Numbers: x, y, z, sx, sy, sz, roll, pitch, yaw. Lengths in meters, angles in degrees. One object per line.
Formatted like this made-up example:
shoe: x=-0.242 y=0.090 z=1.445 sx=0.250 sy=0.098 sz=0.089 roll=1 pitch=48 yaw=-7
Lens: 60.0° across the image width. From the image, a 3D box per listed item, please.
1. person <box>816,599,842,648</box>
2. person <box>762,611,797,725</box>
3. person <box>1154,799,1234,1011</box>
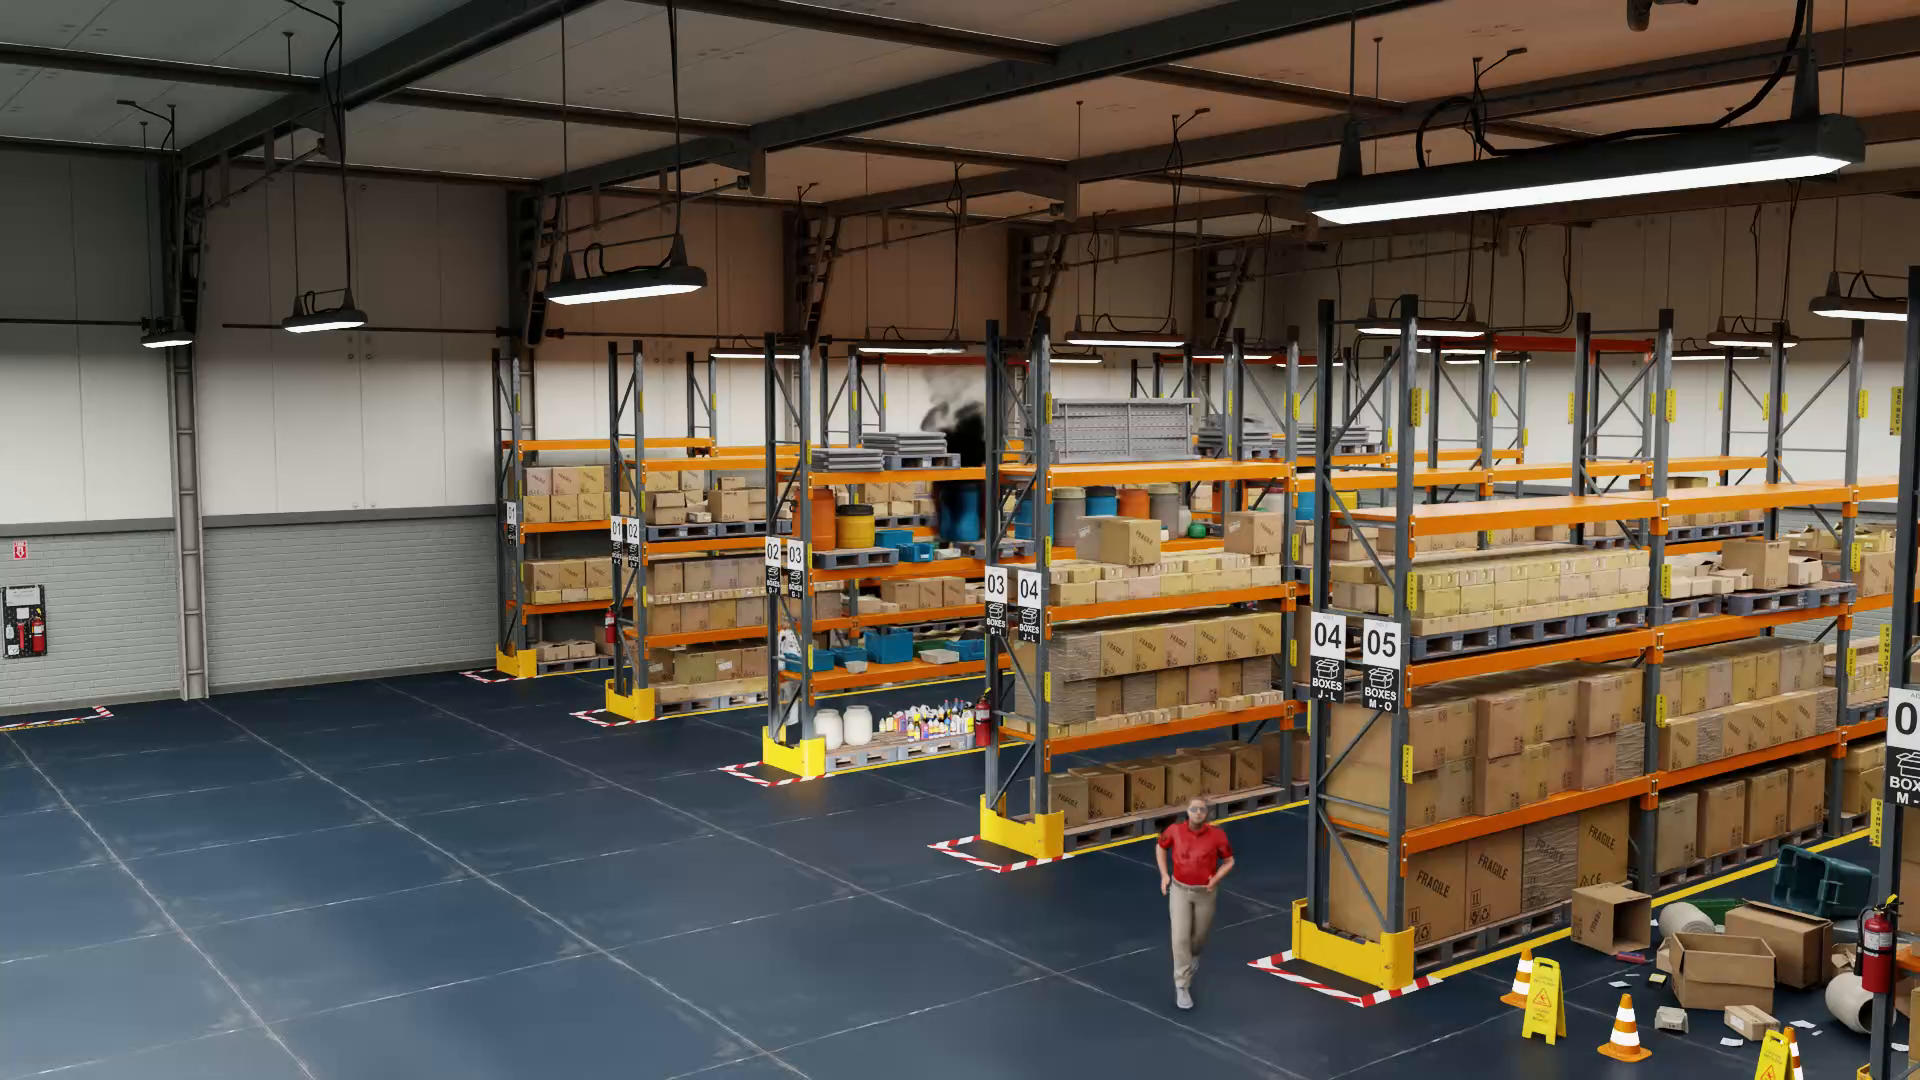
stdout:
person: x=-2.416 y=1.582 z=30.886 sx=0.781 sy=1.750 sz=0.664 roll=-4 pitch=7 yaw=-40
person: x=-2.651 y=1.920 z=24.352 sx=0.610 sy=1.781 sz=0.583 roll=-5 pitch=7 yaw=-44
person: x=2.002 y=3.070 z=14.249 sx=0.682 sy=1.705 sz=0.844 roll=1 pitch=5 yaw=8
